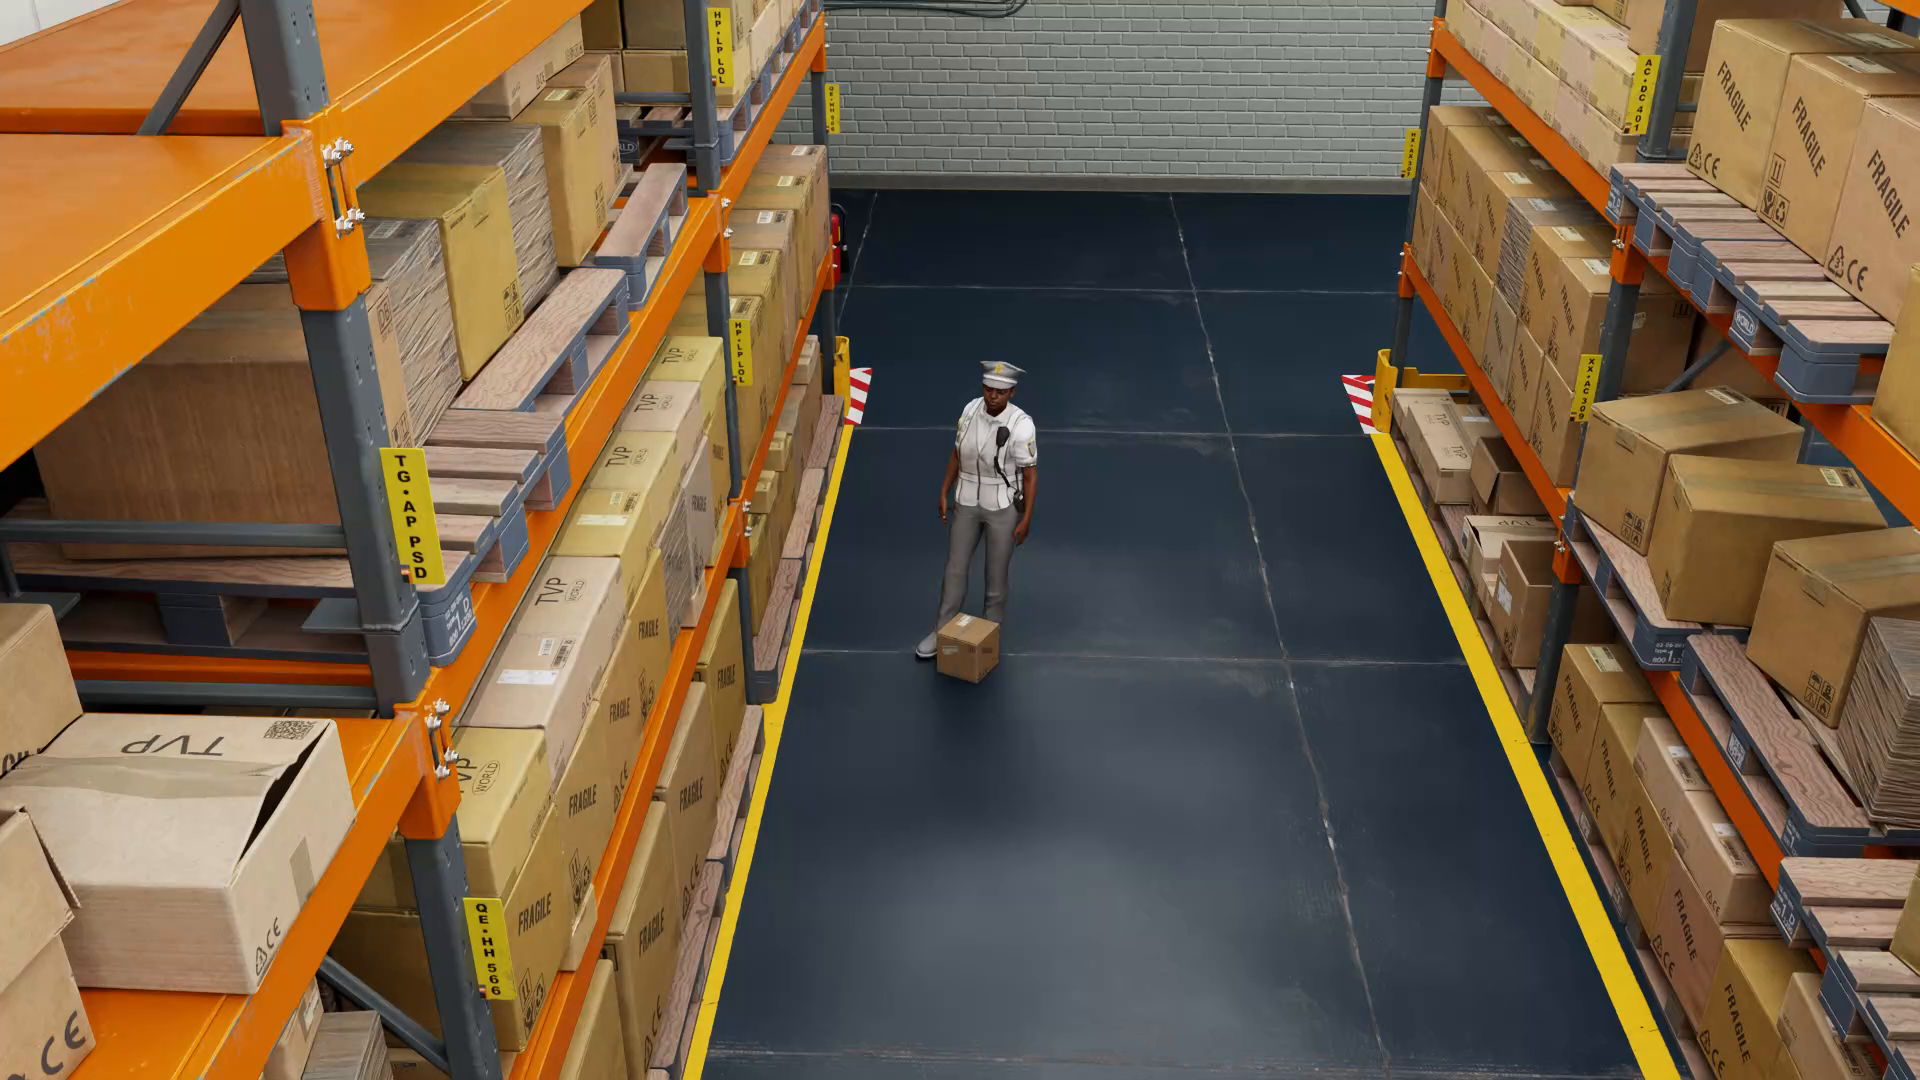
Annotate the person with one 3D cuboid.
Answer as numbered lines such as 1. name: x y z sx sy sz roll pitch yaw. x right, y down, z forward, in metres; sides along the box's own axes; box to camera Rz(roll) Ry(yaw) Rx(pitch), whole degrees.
1. person: 0.105 -0.152 8.851 0.570 1.698 0.527 14 31 24
